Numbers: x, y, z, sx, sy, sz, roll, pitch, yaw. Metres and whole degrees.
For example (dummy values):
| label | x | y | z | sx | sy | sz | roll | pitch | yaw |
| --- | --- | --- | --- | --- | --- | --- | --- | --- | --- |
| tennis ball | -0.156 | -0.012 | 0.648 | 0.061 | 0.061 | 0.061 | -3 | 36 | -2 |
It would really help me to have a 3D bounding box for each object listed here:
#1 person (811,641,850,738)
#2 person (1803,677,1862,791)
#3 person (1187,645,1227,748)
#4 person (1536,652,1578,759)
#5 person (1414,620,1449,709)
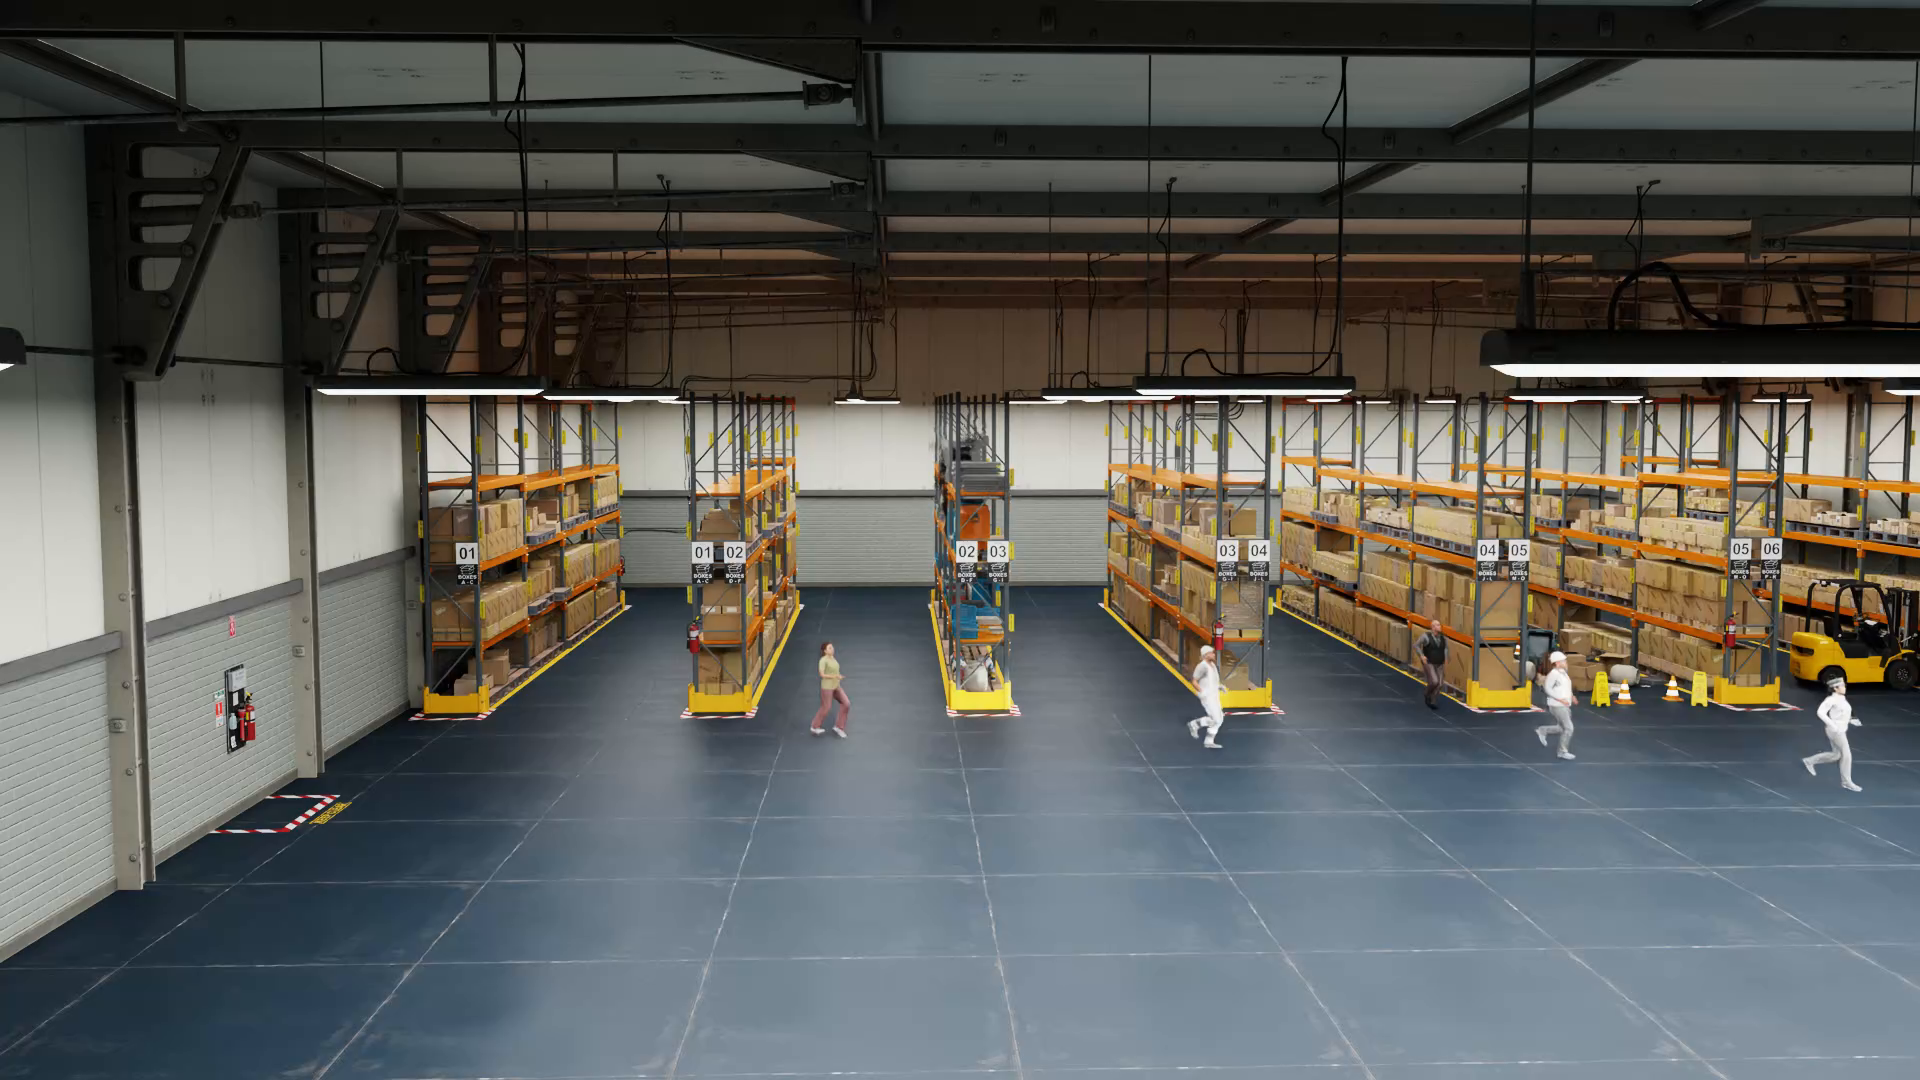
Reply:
| label | x | y | z | sx | sy | sz | roll | pitch | yaw |
| --- | --- | --- | --- | --- | --- | --- | --- | --- | --- |
| person | -2.274 | 2.599 | 28.874 | 0.720 | 1.694 | 0.579 | 3 | 5 | 32 |
| person | 13.157 | 2.895 | 25.026 | 0.820 | 1.691 | 0.618 | 4 | 6 | 41 |
| person | 4.147 | 2.625 | 27.933 | 0.592 | 1.732 | 0.672 | 3 | 5 | 32 |
| person | 9.750 | 2.691 | 27.202 | 0.670 | 1.740 | 0.660 | 3 | 6 | 35 |
| person | 8.984 | 2.365 | 31.453 | 0.683 | 1.687 | 0.545 | -1 | 5 | -14 |
